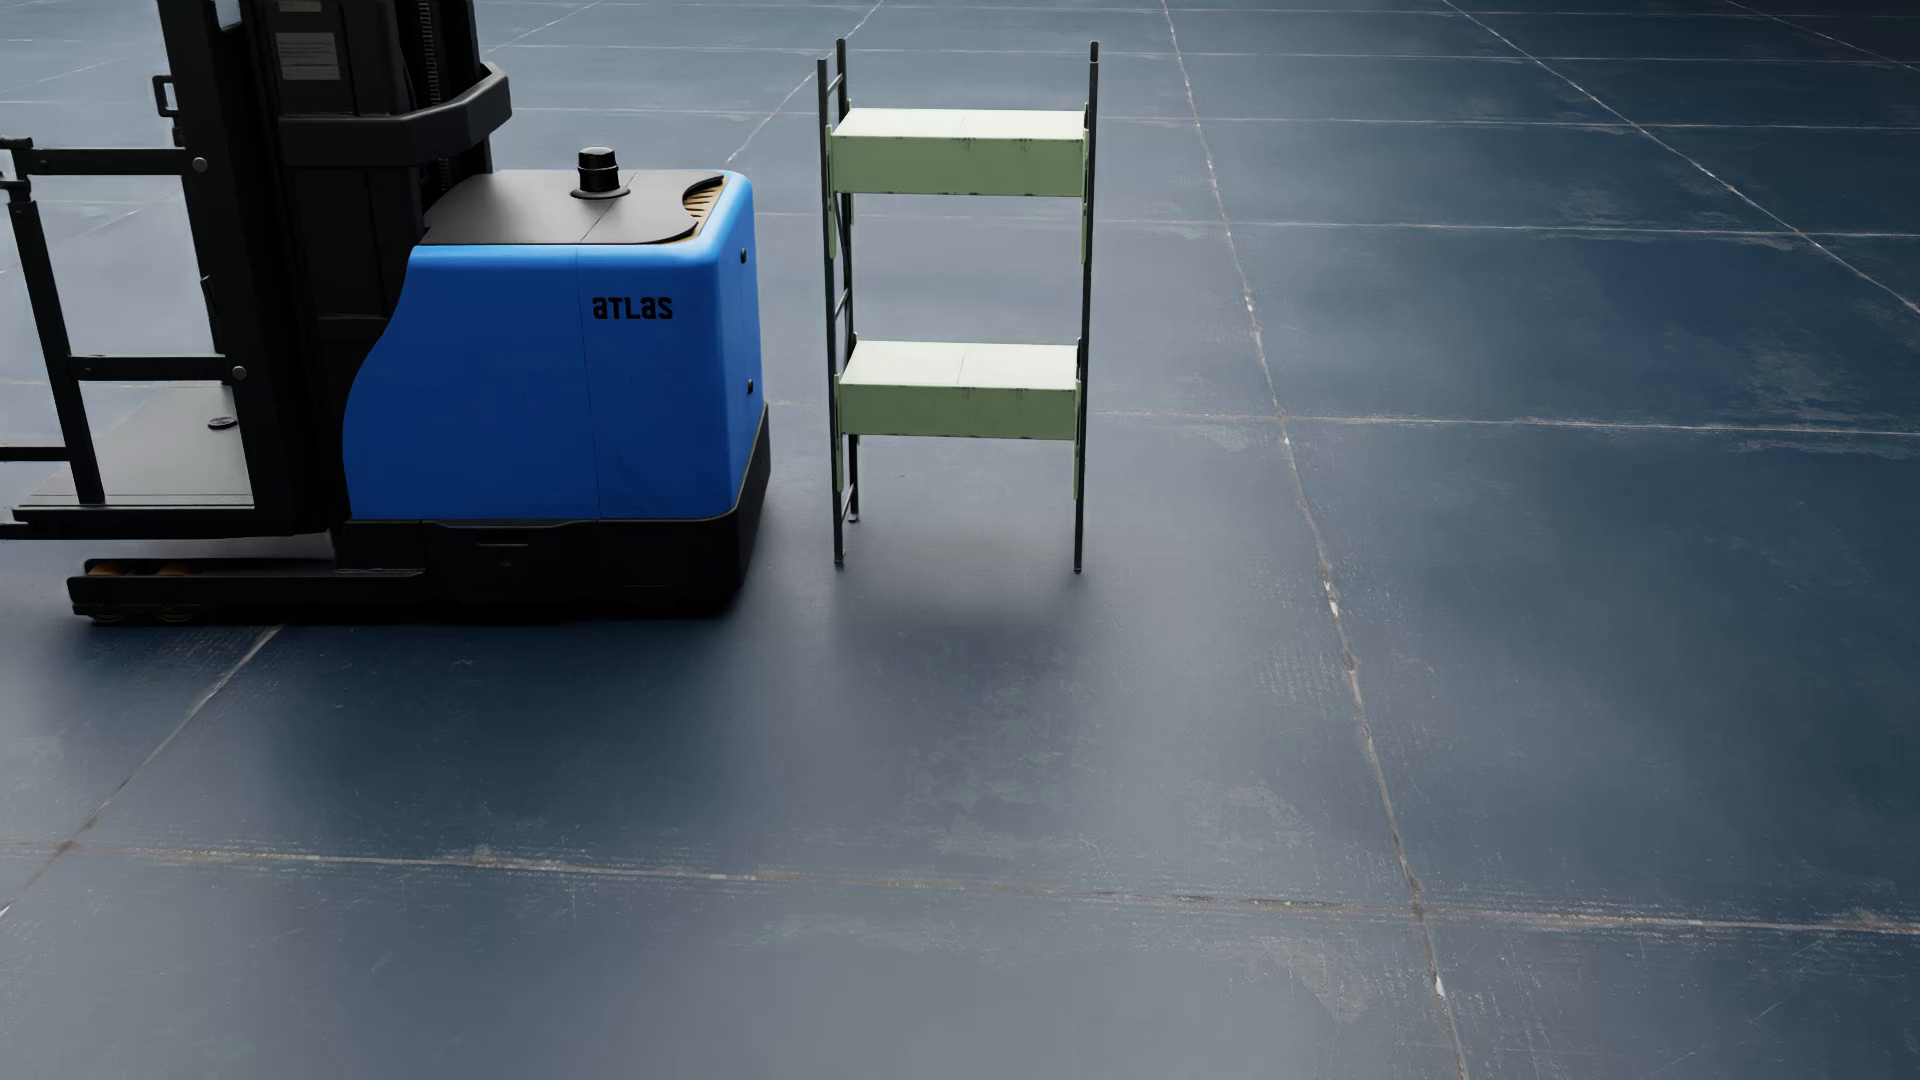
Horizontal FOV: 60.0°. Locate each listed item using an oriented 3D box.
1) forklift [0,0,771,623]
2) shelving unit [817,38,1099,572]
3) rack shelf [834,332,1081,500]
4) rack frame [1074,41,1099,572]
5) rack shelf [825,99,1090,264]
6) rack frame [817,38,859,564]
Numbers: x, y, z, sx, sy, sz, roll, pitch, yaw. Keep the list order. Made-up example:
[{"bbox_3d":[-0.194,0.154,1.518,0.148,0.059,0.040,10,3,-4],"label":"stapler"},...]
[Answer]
[{"bbox_3d":[-2.147,-1.318,4.608,3.031,2.935,1.130,0,25,0],"label":"forklift"},{"bbox_3d":[0.007,-0.681,4.936,0.755,1.500,0.431,2,25,4],"label":"shelving unit"},{"bbox_3d":[0.007,-0.385,5.072,0.720,0.370,0.431,2,25,4],"label":"rack shelf"},{"bbox_3d":[0.372,-0.669,4.911,0.023,1.500,0.400,2,25,4],"label":"rack frame"},{"bbox_3d":[0.007,-1.036,4.773,0.720,0.370,0.431,2,25,4],"label":"rack shelf"},{"bbox_3d":[-0.358,-0.693,4.962,0.023,1.500,0.400,2,25,4],"label":"rack frame"}]
